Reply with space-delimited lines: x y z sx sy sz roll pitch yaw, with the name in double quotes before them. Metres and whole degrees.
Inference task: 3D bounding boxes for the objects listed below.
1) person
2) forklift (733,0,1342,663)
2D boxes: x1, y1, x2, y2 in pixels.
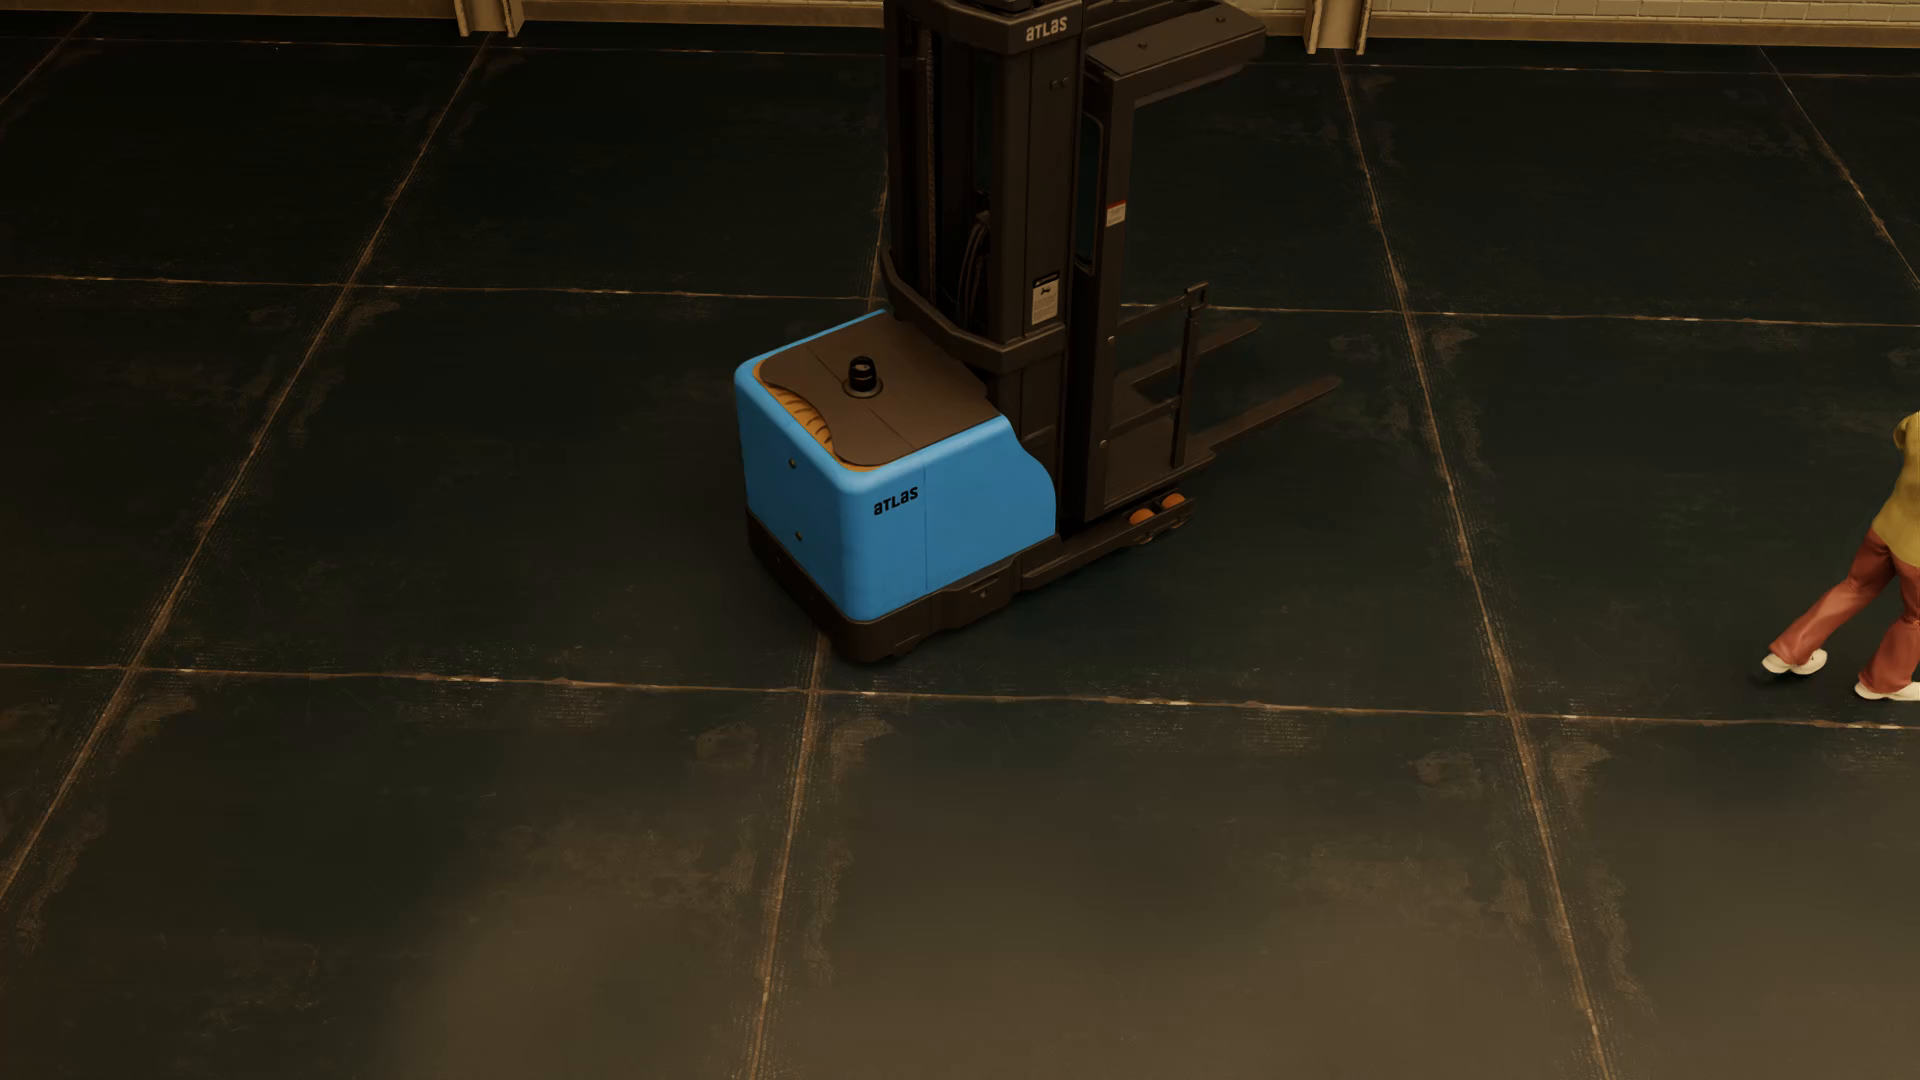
"person" 3.823 0.031 6.663 0.700 1.659 0.837 -7 43 -8
"forklift" 0.512 -1.336 7.206 3.031 2.935 1.130 -25 48 -25
